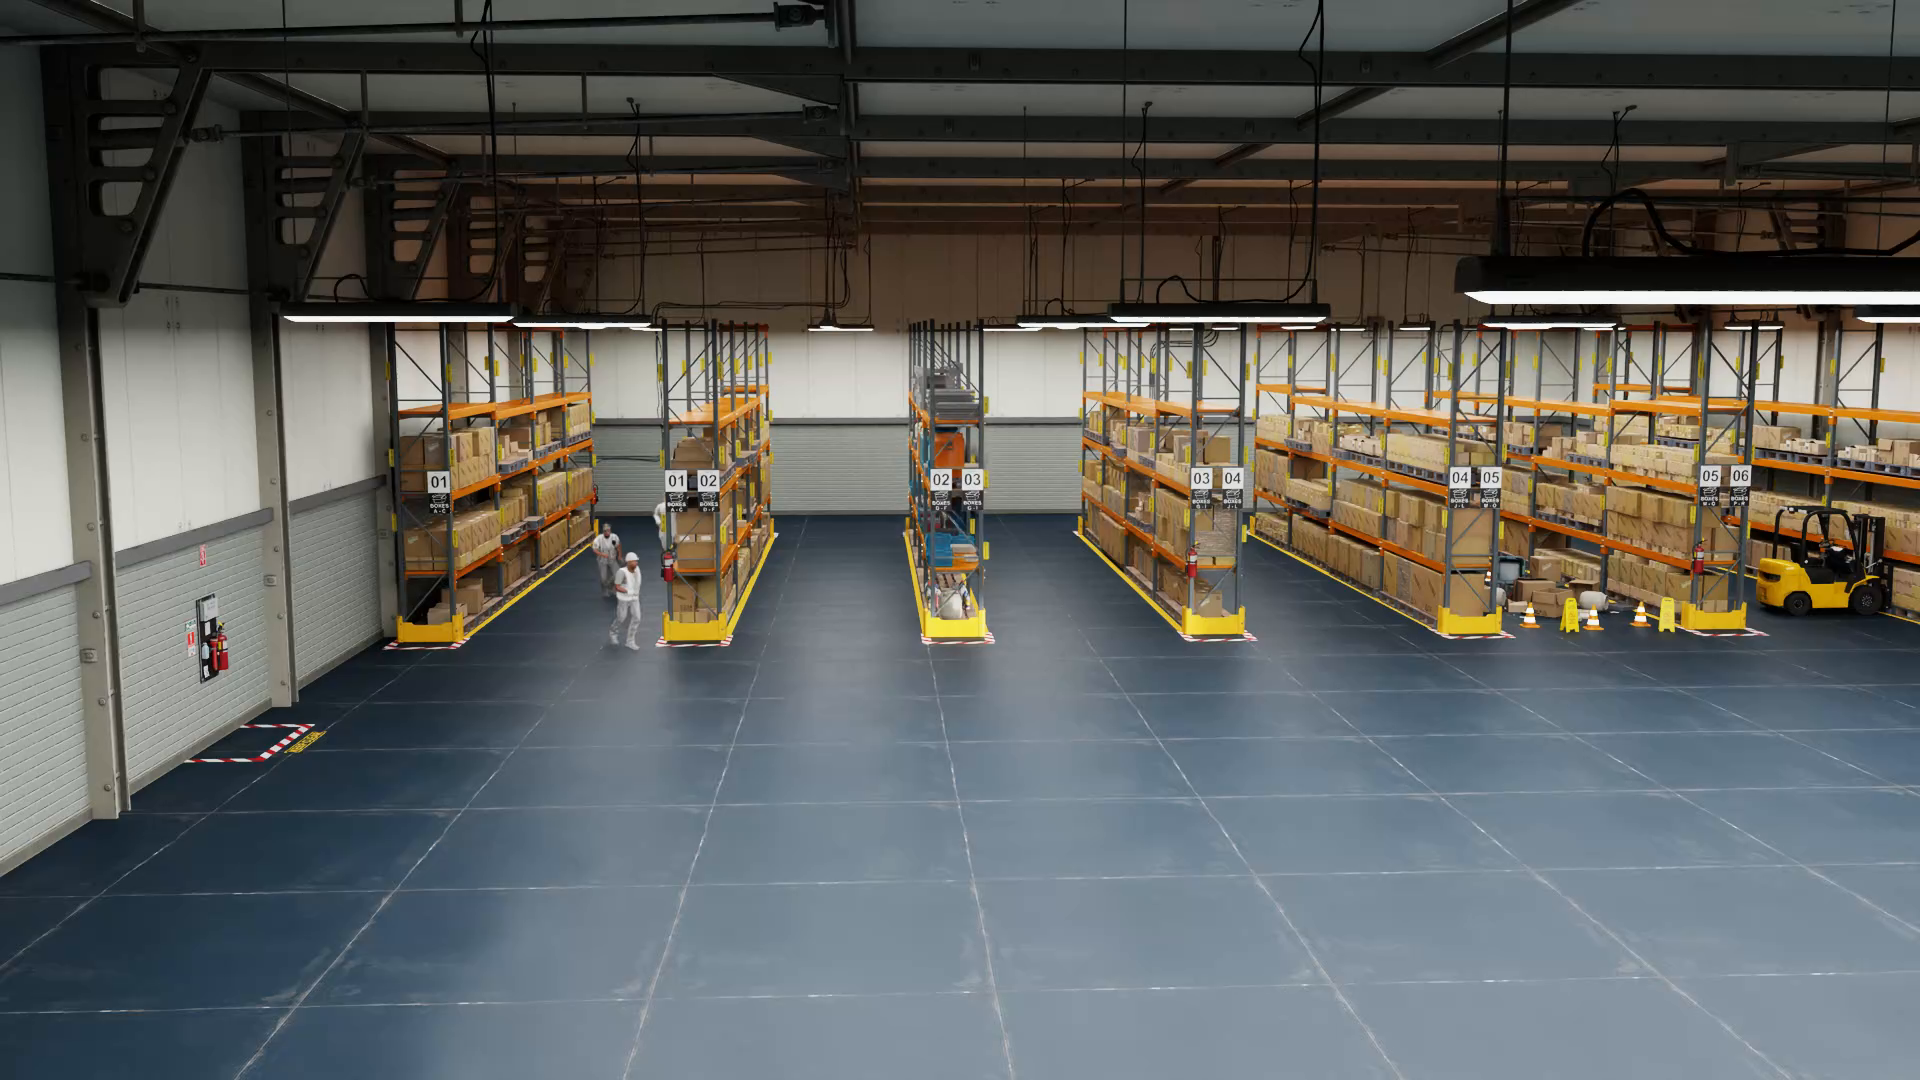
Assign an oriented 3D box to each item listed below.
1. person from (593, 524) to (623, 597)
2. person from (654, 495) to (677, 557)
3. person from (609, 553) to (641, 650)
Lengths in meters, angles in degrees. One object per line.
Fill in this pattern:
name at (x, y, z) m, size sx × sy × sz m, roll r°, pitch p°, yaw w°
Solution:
person at (-7.639, 0.448, 36.098) m, size 0.665 × 1.647 × 0.800 m, roll -3°, pitch 8°, yaw -23°
person at (-7.385, -0.309, 41.981) m, size 0.691 × 1.724 × 0.675 m, roll 0°, pitch 7°, yaw 0°
person at (-6.145, 1.098, 30.476) m, size 0.816 × 1.781 × 0.677 m, roll 6°, pitch 9°, yaw 42°
